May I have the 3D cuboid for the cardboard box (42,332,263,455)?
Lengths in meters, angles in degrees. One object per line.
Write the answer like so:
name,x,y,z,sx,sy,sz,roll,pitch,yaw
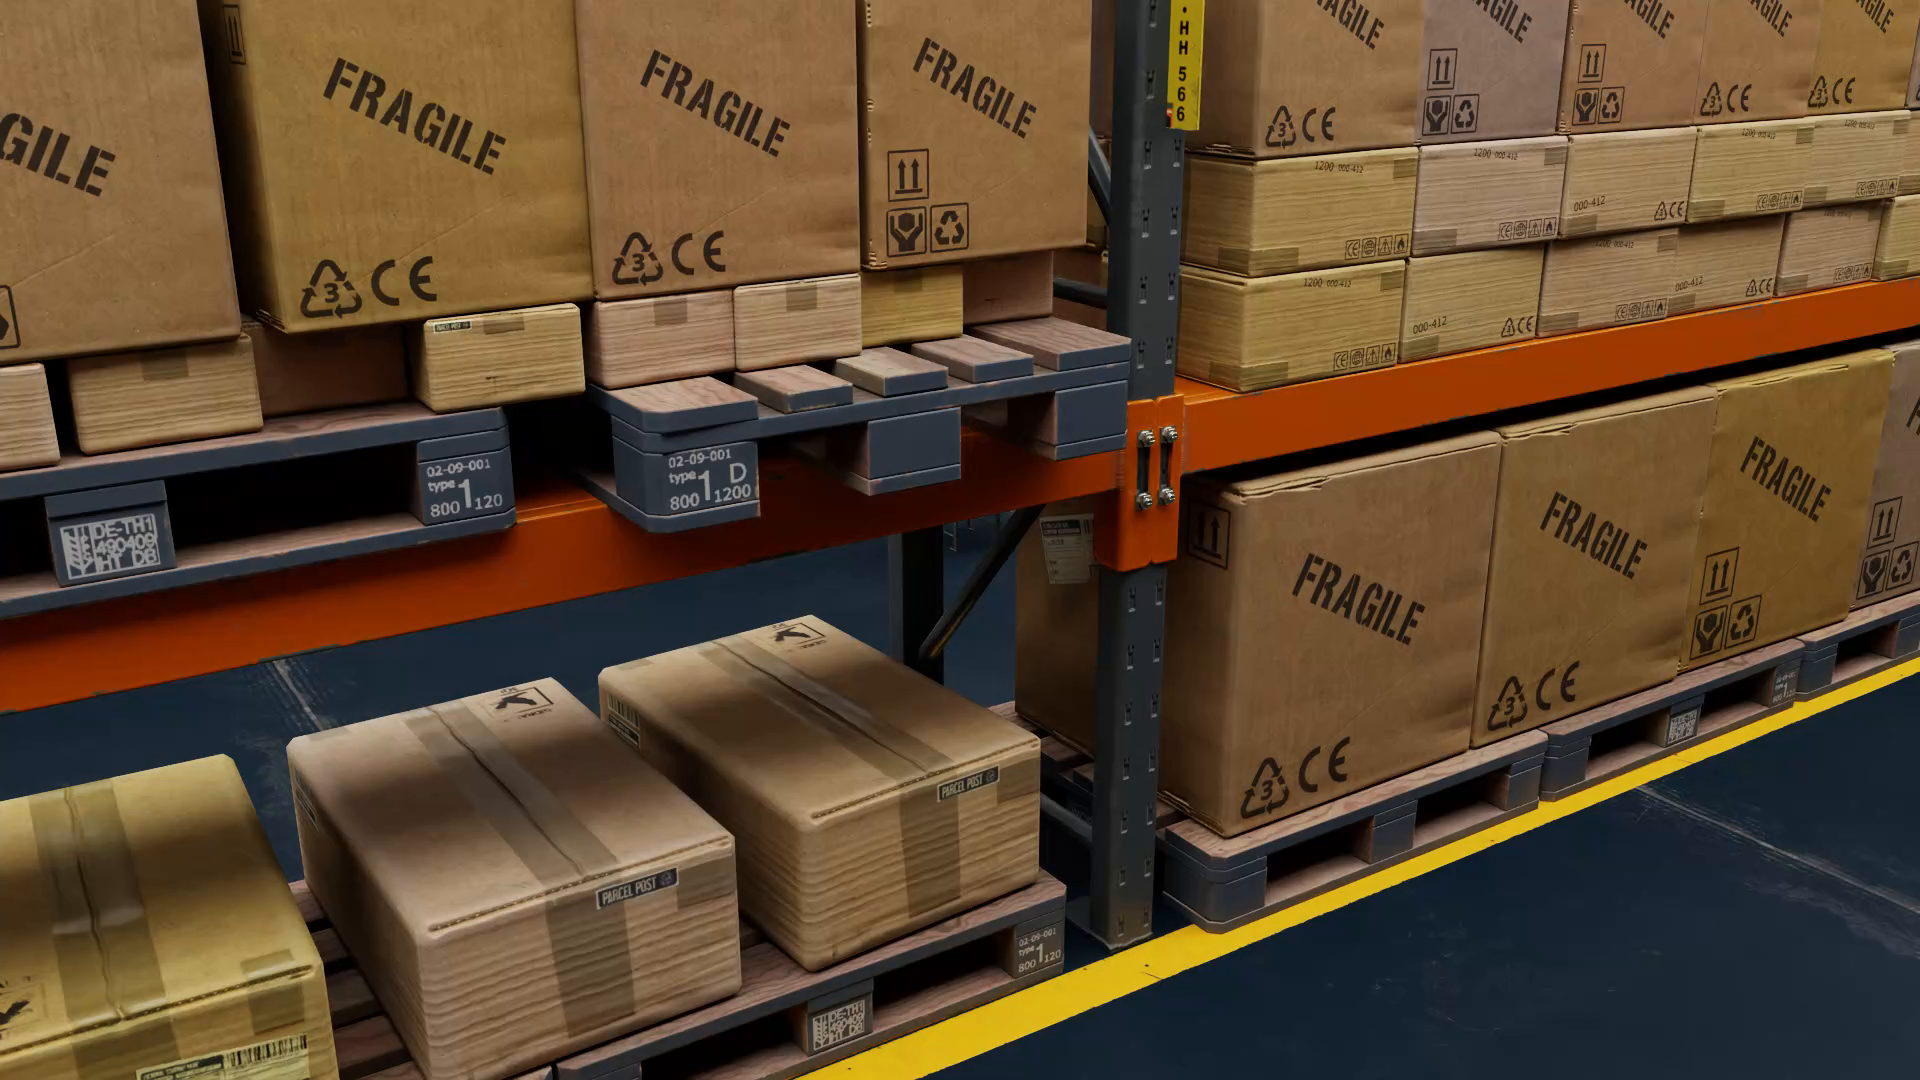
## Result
cardboard box,-1.264,-0.263,2.575,0.250,0.149,0.380,-13,22,-33

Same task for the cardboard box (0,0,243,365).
cardboard box,-1.399,-0.551,2.415,0.500,0.500,0.500,-13,23,-34

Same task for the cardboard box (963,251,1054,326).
cardboard box,-0.014,-0.557,3.445,0.250,0.149,0.380,-11,22,-29

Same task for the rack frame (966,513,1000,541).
rack frame,0.092,-0.446,6.658,0.006,0.900,0.240,-12,22,-31

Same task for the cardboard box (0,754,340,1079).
cardboard box,-1.595,0.809,3.114,0.625,0.372,0.950,-11,22,-30

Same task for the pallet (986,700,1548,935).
pallet,0.830,0.605,4.626,1.213,0.211,1.003,-12,22,-31

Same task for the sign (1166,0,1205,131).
sign,0.437,-0.965,3.231,0.005,0.325,0.100,-12,22,-31

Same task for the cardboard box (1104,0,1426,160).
cardboard box,0.677,-1.140,3.716,0.500,0.500,0.500,-13,22,-33

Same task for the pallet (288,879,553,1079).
pallet,-1.541,1.074,3.237,1.213,0.211,1.003,-12,22,-31

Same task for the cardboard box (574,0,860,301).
cardboard box,-0.522,-0.736,2.963,0.500,0.500,0.500,-12,22,-32

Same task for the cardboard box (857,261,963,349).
cardboard box,-0.198,-0.490,3.248,0.250,0.149,0.380,-12,22,-31

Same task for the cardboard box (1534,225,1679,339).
cardboard box,1.538,-0.731,4.459,0.500,0.250,0.500,-11,22,-30

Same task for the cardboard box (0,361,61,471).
cardboard box,-1.471,-0.208,2.413,0.250,0.149,0.380,-11,22,-29

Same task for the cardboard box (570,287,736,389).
cardboard box,-0.598,-0.392,2.956,0.250,0.149,0.380,-13,23,-34

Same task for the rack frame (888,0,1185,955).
rack frame,0.130,-0.598,3.829,0.127,3.000,1.000,-12,22,-31

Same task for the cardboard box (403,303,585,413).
cardboard box,-0.821,-0.339,2.802,0.250,0.149,0.380,-11,22,-30

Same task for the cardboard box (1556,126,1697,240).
cardboard box,1.545,-0.962,4.359,0.500,0.250,0.500,-12,22,-32

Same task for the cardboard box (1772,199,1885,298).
cardboard box,2.377,-0.911,4.991,0.500,0.250,0.500,-13,22,-33

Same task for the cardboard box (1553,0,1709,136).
cardboard box,1.526,-1.317,4.239,0.500,0.500,0.500,-11,22,-30

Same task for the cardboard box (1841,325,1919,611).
cardboard box,2.997,-0.364,5.799,0.875,0.875,0.875,-11,22,-30

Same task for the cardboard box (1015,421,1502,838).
cardboard box,0.753,0.111,4.396,0.875,0.875,0.875,-12,22,-32

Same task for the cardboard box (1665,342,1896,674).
cardboard box,2.247,-0.203,5.323,0.875,0.875,0.875,-11,22,-30

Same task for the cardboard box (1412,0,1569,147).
cardboard box,1.086,-1.230,3.982,0.500,0.500,0.500,-12,22,-31

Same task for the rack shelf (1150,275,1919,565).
rack shelf,1.801,-0.609,4.986,4.000,0.370,1.077,-12,22,-31

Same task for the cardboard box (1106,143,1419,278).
cardboard box,0.689,-0.786,3.841,0.500,0.250,0.500,-12,22,-32

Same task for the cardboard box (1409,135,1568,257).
cardboard box,1.122,-0.877,4.110,0.500,0.250,0.500,-11,22,-30

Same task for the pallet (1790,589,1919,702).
pallet,2.868,0.175,5.898,1.213,0.211,1.003,-12,22,-31

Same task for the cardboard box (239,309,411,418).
cardboard box,-1.100,-0.329,2.770,0.250,0.149,0.380,-12,22,-31

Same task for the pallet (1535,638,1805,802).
pallet,1.848,0.391,5.258,1.213,0.211,1.003,-12,22,-31

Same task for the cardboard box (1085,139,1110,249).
cardboard box,0.395,-0.917,4.226,0.500,0.250,0.500,-12,22,-32

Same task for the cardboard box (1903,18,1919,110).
cardboard box,2.808,-1.584,5.030,0.500,0.500,0.500,-11,22,-30

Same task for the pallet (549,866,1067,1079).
pallet,-0.523,0.861,3.869,1.213,0.211,1.003,-12,22,-31

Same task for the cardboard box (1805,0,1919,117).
cardboard box,2.374,-1.500,4.781,0.500,0.500,0.500,-11,22,-30

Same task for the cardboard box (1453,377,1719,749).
cardboard box,1.500,-0.045,4.857,0.875,0.875,0.875,-12,22,-31

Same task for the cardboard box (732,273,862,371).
cardboard box,-0.384,-0.434,3.081,0.250,0.149,0.380,-12,22,-32

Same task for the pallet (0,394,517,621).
pallet,-1.500,-0.147,2.796,1.213,0.211,1.003,-12,22,-31

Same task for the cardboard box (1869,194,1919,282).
cardboard box,2.809,-0.995,5.239,0.500,0.250,0.500,-12,22,-32

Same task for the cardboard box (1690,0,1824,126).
cardboard box,1.950,-1.405,4.500,0.500,0.500,0.500,-12,22,-31

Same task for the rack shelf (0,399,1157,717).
rack shelf,-1.540,0.096,2.902,4.000,0.370,1.077,-12,22,-31

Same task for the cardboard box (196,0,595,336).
cardboard box,-0.943,-0.647,2.699,0.500,0.500,0.500,-14,23,-35

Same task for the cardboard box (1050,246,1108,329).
cardboard box,0.410,-0.685,4.322,0.500,0.250,0.500,-13,23,-33

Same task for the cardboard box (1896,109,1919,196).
cardboard box,2.823,-1.235,5.168,0.500,0.250,0.500,-11,22,-30

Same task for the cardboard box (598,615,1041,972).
cardboard box,-0.347,0.545,3.896,0.625,0.372,0.950,-14,23,-35

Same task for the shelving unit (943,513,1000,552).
shelving unit,0.007,-0.428,6.605,0.210,0.900,0.258,-12,22,-31

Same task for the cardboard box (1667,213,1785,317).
cardboard box,1.948,-0.819,4.719,0.500,0.250,0.500,-12,22,-31

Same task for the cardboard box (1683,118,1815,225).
cardboard box,1.976,-1.048,4.613,0.500,0.250,0.500,-11,22,-30

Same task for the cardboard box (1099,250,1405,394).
cardboard box,0.678,-0.545,3.909,0.500,0.250,0.500,-12,22,-32

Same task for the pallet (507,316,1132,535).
pallet,-0.406,-0.353,3.404,1.003,0.211,1.213,-12,22,-31

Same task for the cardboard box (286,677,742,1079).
cardboard box,-0.959,0.677,3.505,0.625,0.372,0.950,-12,22,-32

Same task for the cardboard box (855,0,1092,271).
cardboard box,-0.096,-0.830,3.241,0.500,0.500,0.500,-13,22,-33

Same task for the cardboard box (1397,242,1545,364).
cardboard box,1.097,-0.641,4.190,0.500,0.250,0.500,-13,22,-33

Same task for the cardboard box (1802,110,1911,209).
cardboard box,2.394,-1.142,4.894,0.500,0.250,0.500,-11,22,-30

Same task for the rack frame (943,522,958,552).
rack frame,-0.078,-0.410,6.552,0.006,0.900,0.240,-12,22,-31

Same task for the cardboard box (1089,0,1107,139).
cardboard box,0.418,-1.280,4.129,0.500,0.500,0.500,-13,22,-33
